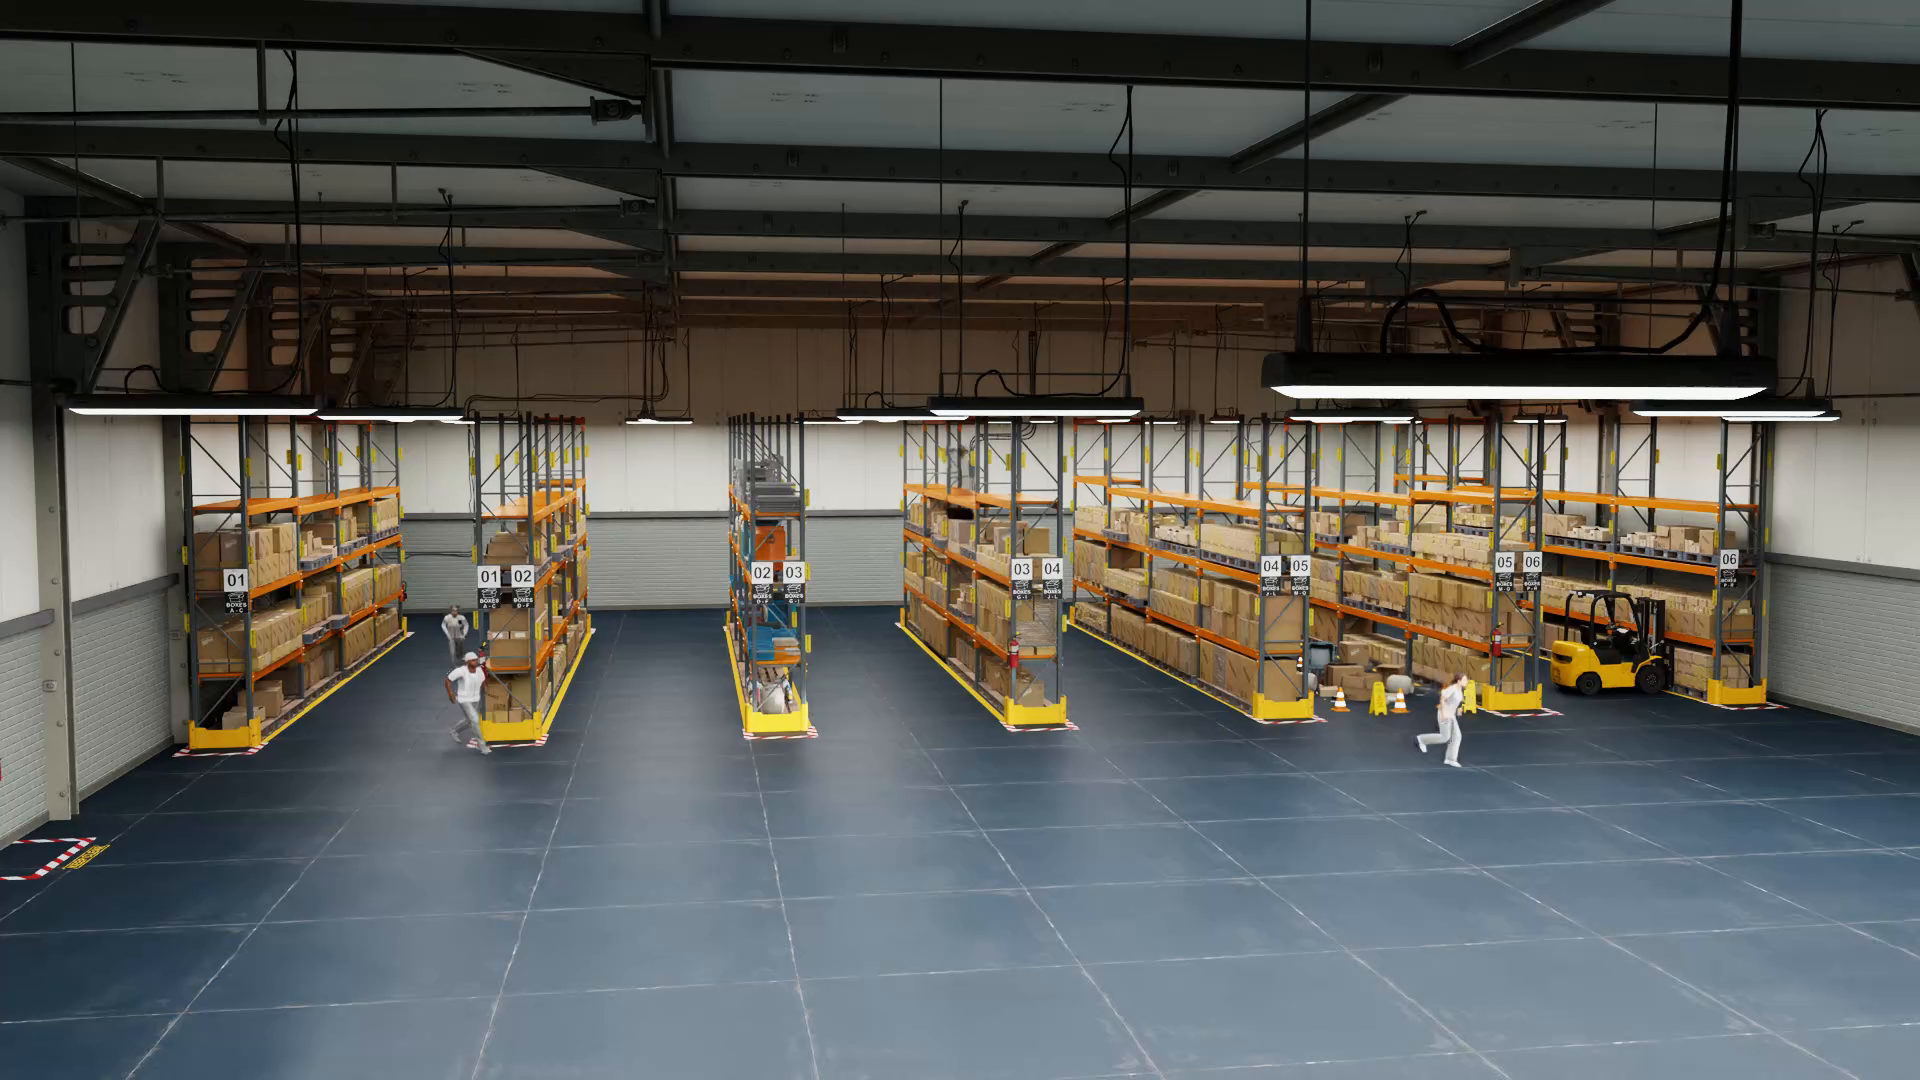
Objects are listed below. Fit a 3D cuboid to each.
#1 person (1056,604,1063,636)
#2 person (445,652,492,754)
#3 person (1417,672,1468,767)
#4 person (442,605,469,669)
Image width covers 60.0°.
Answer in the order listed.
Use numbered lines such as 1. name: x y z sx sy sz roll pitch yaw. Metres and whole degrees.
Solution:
1. person: 2.551 1.799 45.507 0.605 1.672 0.841 -1 4 -11
2. person: -8.666 2.845 29.325 1.042 1.765 0.728 2 5 32
3. person: 8.202 3.024 28.278 0.838 1.619 0.563 2 5 31
4. person: -11.744 2.292 38.731 0.605 1.631 0.837 -1 4 -9
